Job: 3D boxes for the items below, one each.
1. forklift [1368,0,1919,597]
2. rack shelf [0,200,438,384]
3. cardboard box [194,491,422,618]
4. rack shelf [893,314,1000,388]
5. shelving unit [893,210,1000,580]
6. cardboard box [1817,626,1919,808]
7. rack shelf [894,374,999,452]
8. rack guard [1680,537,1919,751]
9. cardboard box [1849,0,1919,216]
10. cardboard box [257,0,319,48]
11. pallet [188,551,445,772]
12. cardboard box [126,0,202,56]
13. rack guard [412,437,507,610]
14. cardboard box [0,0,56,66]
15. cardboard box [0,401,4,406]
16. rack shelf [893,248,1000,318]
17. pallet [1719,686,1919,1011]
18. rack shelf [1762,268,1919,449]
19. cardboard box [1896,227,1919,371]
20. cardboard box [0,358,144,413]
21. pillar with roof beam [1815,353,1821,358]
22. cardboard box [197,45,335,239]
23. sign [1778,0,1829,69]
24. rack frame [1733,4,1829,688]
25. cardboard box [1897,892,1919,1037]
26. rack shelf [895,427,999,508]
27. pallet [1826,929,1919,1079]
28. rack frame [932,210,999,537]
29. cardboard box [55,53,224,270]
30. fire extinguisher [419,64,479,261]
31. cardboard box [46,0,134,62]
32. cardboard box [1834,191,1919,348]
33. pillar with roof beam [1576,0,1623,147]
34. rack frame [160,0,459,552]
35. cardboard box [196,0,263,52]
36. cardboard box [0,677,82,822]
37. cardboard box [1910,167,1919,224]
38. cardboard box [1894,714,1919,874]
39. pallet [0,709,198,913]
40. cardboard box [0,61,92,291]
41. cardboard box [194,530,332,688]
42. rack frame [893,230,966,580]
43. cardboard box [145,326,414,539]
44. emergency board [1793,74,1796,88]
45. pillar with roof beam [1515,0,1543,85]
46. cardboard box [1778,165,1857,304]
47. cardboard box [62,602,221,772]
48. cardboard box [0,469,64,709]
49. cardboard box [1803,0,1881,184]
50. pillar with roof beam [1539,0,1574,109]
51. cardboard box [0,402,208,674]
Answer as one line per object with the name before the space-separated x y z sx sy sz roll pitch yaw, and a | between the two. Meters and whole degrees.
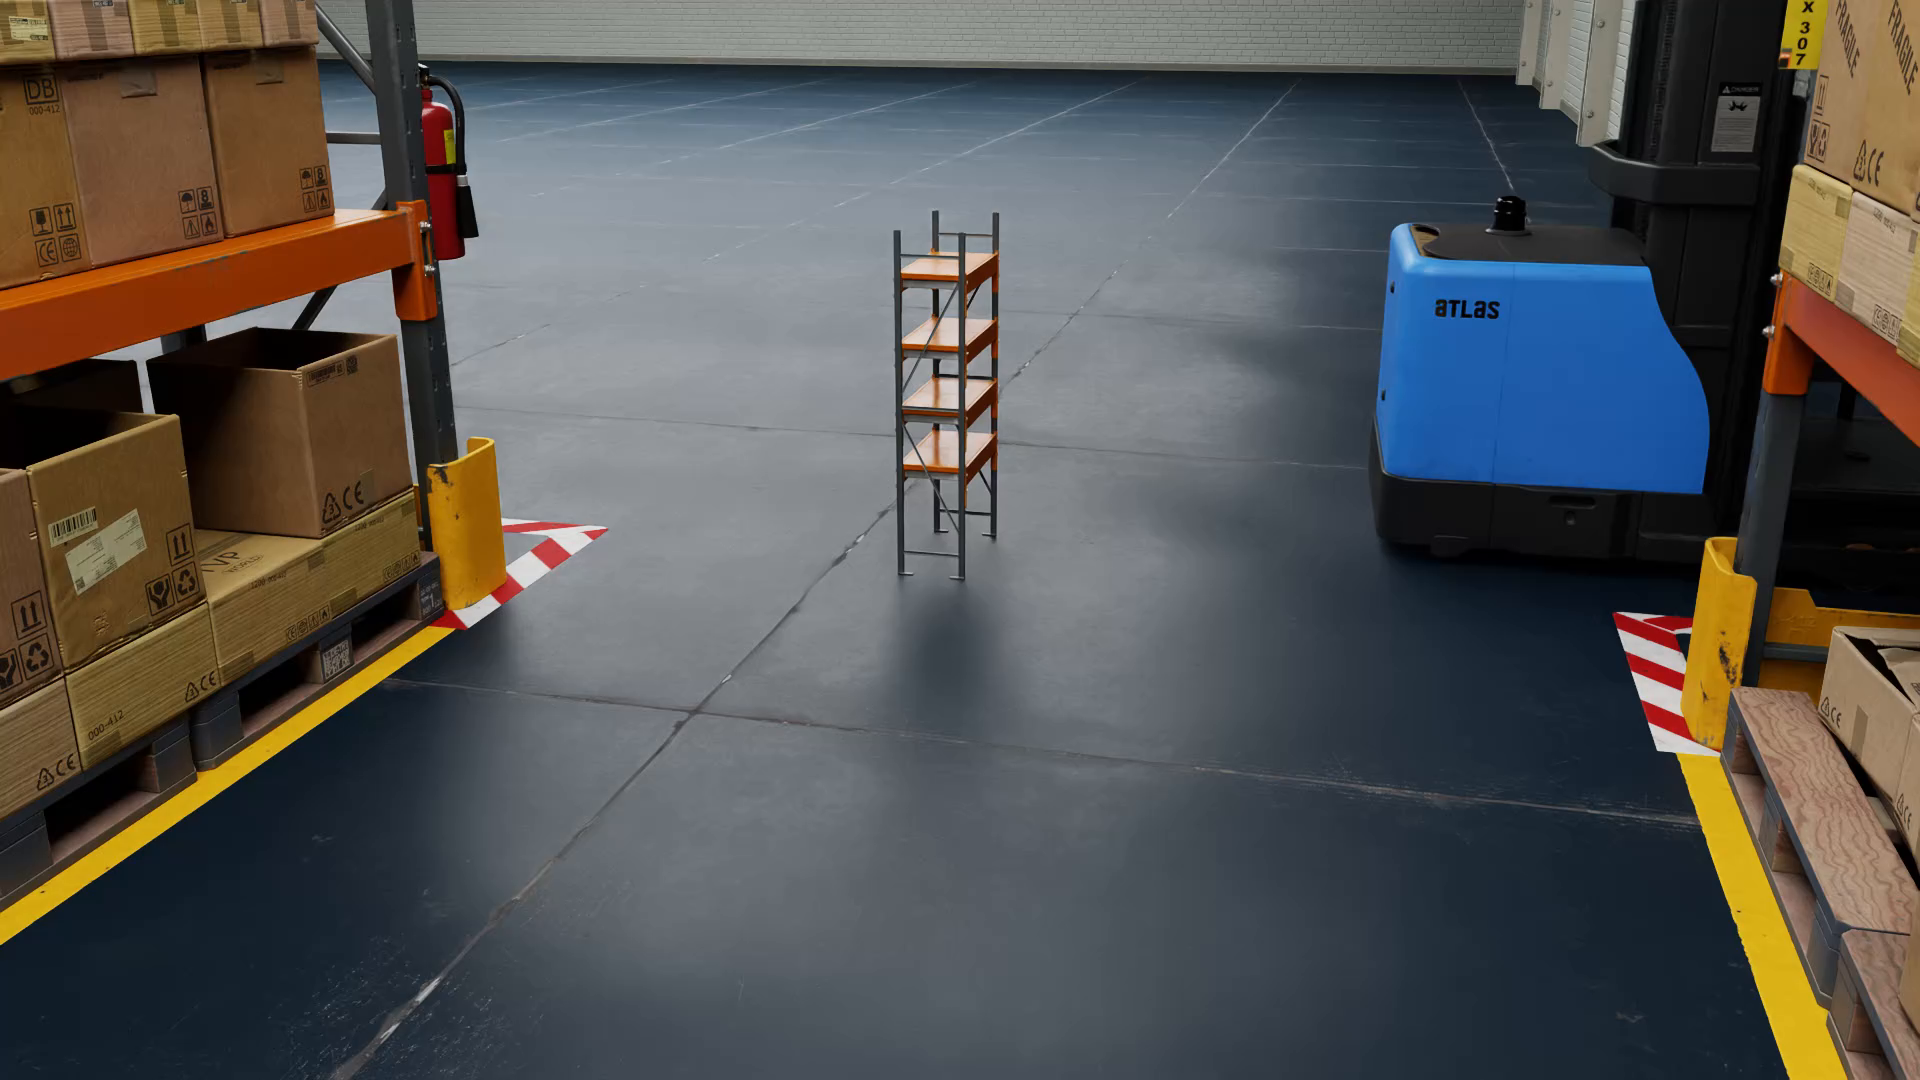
forklift | 3.079 -1.382 5.699 3.031 2.935 1.130 4 19 11
rack shelf | -2.661 -0.307 3.558 1.077 0.370 4.000 5 19 13
cardboard box | -2.016 0.020 5.093 0.500 0.250 0.500 5 19 13
rack shelf | -0.040 -0.664 5.791 0.258 0.148 0.480 5 19 13
shelving unit | -0.040 -0.516 5.842 0.258 1.200 0.503 5 19 13
cardboard box | 2.376 0.390 3.884 0.500 0.311 0.500 2 19 7
rack shelf | -0.040 -0.452 5.863 0.258 0.148 0.480 5 19 13
rack guard | 2.614 0.323 4.469 1.175 0.500 0.348 5 19 13
cardboard box | 2.094 -0.897 3.215 0.500 0.500 0.500 5 19 14
cardboard box | -2.080 -1.494 4.761 0.380 0.149 0.250 4 19 12
pallet | -2.318 0.288 5.016 1.003 0.211 1.213 5 19 13
cardboard box | -2.205 -1.331 4.286 0.380 0.149 0.250 4 19 13
rack guard | -2.166 -0.099 5.703 1.175 0.500 0.348 5 19 13
cardboard box | -2.333 -1.170 3.815 0.380 0.149 0.250 5 20 15
cardboard box | -2.749 -0.061 4.171 0.500 0.500 0.500 5 19 13
rack shelf | -0.040 -0.888 5.715 0.258 0.148 0.480 5 19 13
pallet | 2.381 0.711 3.779 1.003 0.211 1.213 5 19 13
rack shelf | 2.144 0.083 2.416 1.077 0.370 4.000 5 19 13
cardboard box | 1.962 -0.372 2.836 0.500 0.250 0.500 4 19 13
cardboard box | -2.639 -0.219 4.632 0.500 0.500 0.500 5 19 13
pillar with roof beam | 0.592 -5.656 8.824 9.100 9.000 0.400 5 19 13
cardboard box | -2.298 -1.176 4.835 0.700 0.500 0.500 5 19 13
sign | 2.106 -1.336 4.120 0.100 0.325 0.005 5 19 13
rack frame | 2.633 -0.884 4.135 1.000 3.000 0.127 5 19 13
cardboard box | 2.009 0.705 2.669 0.700 0.500 0.500 3 19 10
rack shelf | -0.040 -0.264 5.928 0.258 0.148 0.480 5 19 13
pallet | 2.081 1.092 2.663 1.003 0.211 1.213 5 19 13
rack frame | 0.019 -0.592 6.066 0.240 1.200 0.015 5 19 13
cardboard box | -2.422 -1.011 4.352 0.700 0.500 0.500 5 20 15
fire extinguisher | -1.693 -1.238 5.291 0.296 0.674 0.183 5 19 13
cardboard box | -2.269 -1.253 4.056 0.380 0.149 0.250 5 19 14
cardboard box | 2.092 -0.531 3.302 0.500 0.250 0.500 4 19 12
pillar with roof beam | 3.524 -9.417 19.836 9.100 9.000 0.400 5 19 13
rack frame | -2.172 -1.274 5.277 1.000 3.000 0.127 5 19 13
cardboard box | -2.143 -1.411 4.521 0.380 0.149 0.250 5 20 15
cardboard box | -2.371 0.491 3.714 0.500 0.250 0.500 5 19 13
cardboard box | 1.962 -0.736 2.742 0.500 0.500 0.500 4 19 12
cardboard box | 2.237 0.569 3.361 0.500 0.311 0.500 6 20 18
pallet | -2.618 0.670 3.900 1.003 0.211 1.213 5 19 13
cardboard box | -2.549 -0.856 3.898 0.700 0.500 0.500 5 19 14
cardboard box | -2.127 0.177 4.632 0.500 0.250 0.500 5 19 13
rack frame | -0.100 -0.439 5.618 0.240 1.200 0.015 5 19 13
cardboard box | -2.014 -0.335 4.971 0.500 0.500 0.500 5 19 13
emergency board | 5.407 -3.248 11.057 0.194 1.169 0.643 5 19 13
pillar with roof beam | 6.456 -13.178 30.848 9.100 9.000 0.400 5 19 13
cardboard box | 2.206 -0.695 3.782 0.500 0.250 0.500 4 19 12
cardboard box | -2.247 0.334 4.172 0.500 0.250 0.500 5 19 13
cardboard box | -2.368 0.136 3.592 0.500 0.500 0.500 5 19 13
cardboard box | 2.225 -1.051 3.666 0.500 0.500 0.500 5 19 13
pillar with roof beam | 4.990 -11.298 25.342 9.100 9.000 0.400 5 19 13
cardboard box | -2.244 -0.020 4.050 0.500 0.500 0.500 5 19 13
